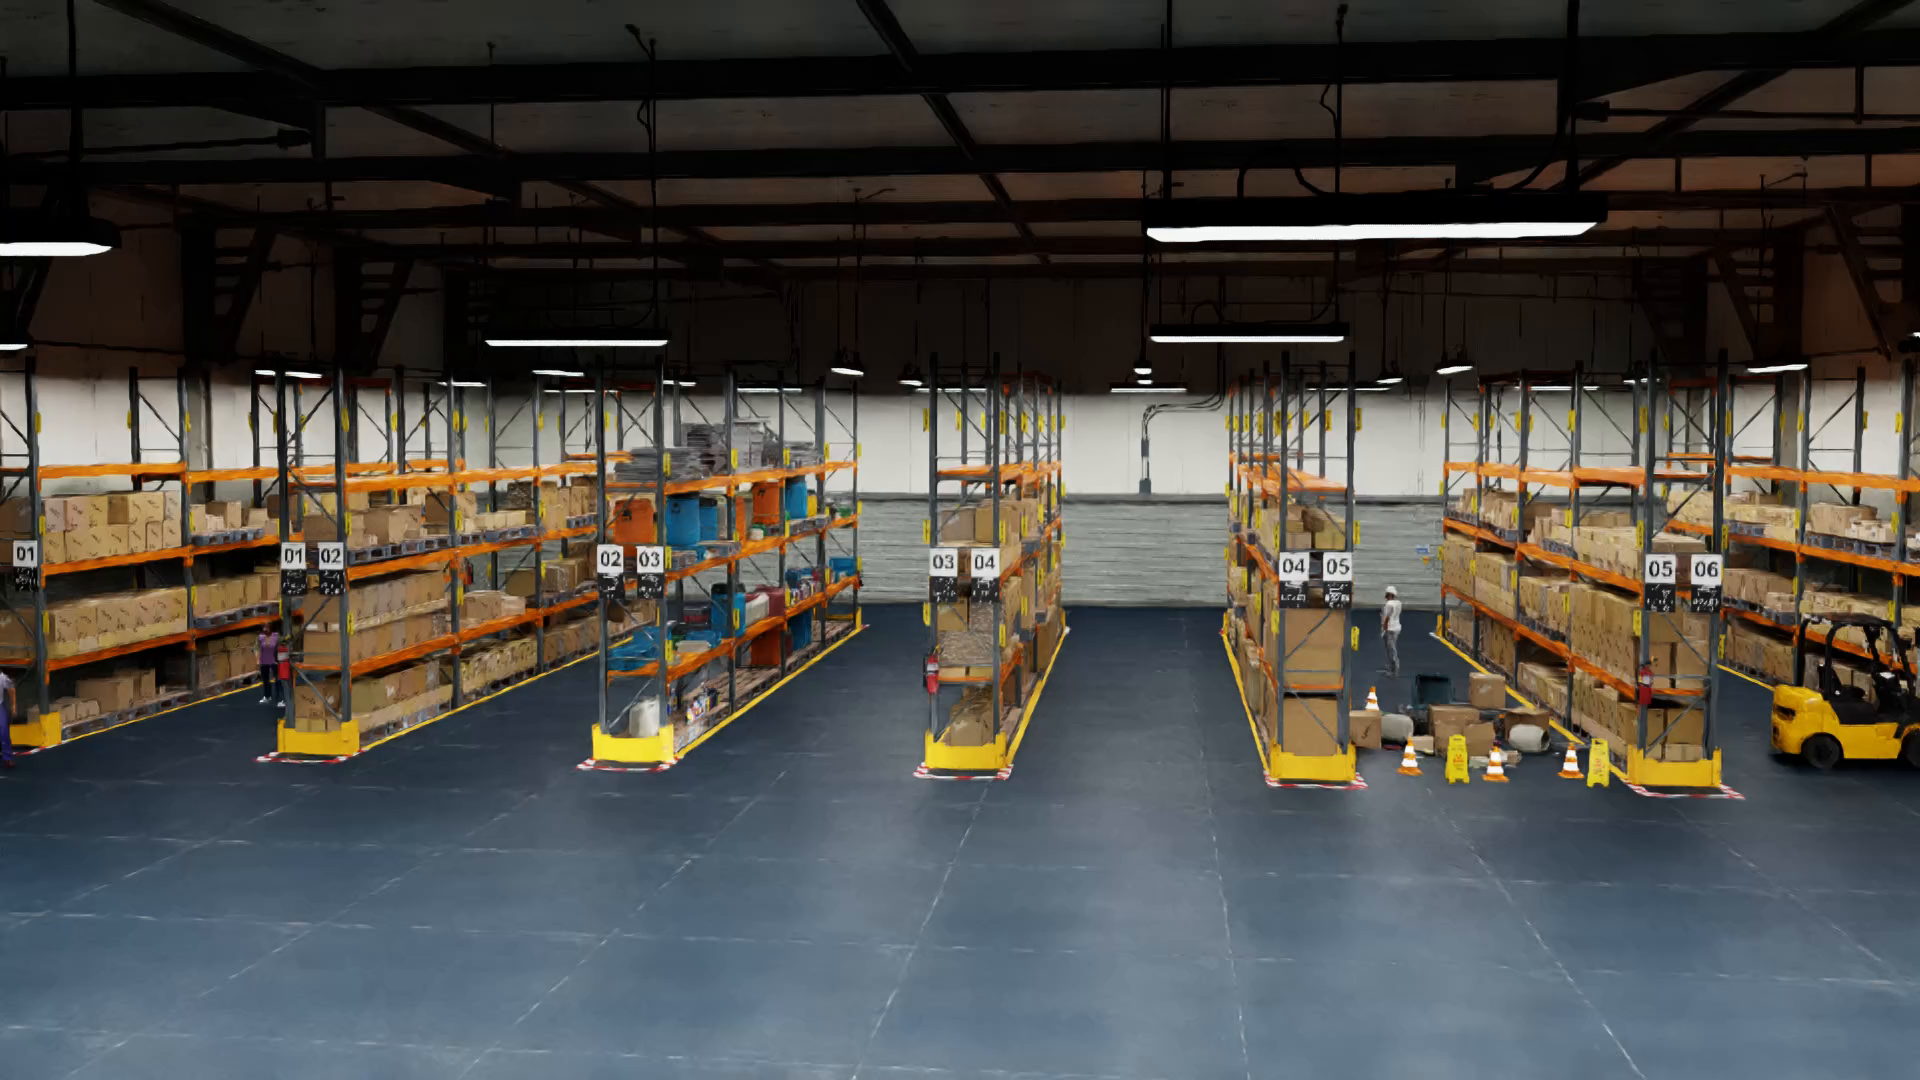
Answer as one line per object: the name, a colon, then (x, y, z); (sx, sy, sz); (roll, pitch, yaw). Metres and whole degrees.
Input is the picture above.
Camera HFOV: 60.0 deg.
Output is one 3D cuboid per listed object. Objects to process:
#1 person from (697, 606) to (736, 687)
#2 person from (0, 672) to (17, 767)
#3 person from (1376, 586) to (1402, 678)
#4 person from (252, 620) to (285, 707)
person: (-4.591, 2.012, 31.396); (0.462, 1.520, 0.873); (2, 5, 28)
person: (-14.064, 2.494, 24.217); (0.655, 1.591, 0.767); (-1, 4, -14)
person: (8.442, 1.784, 32.719); (0.551, 1.782, 0.653); (3, 5, 34)
person: (-12.146, 2.153, 29.321); (0.561, 1.525, 0.788); (-1, 4, -11)
